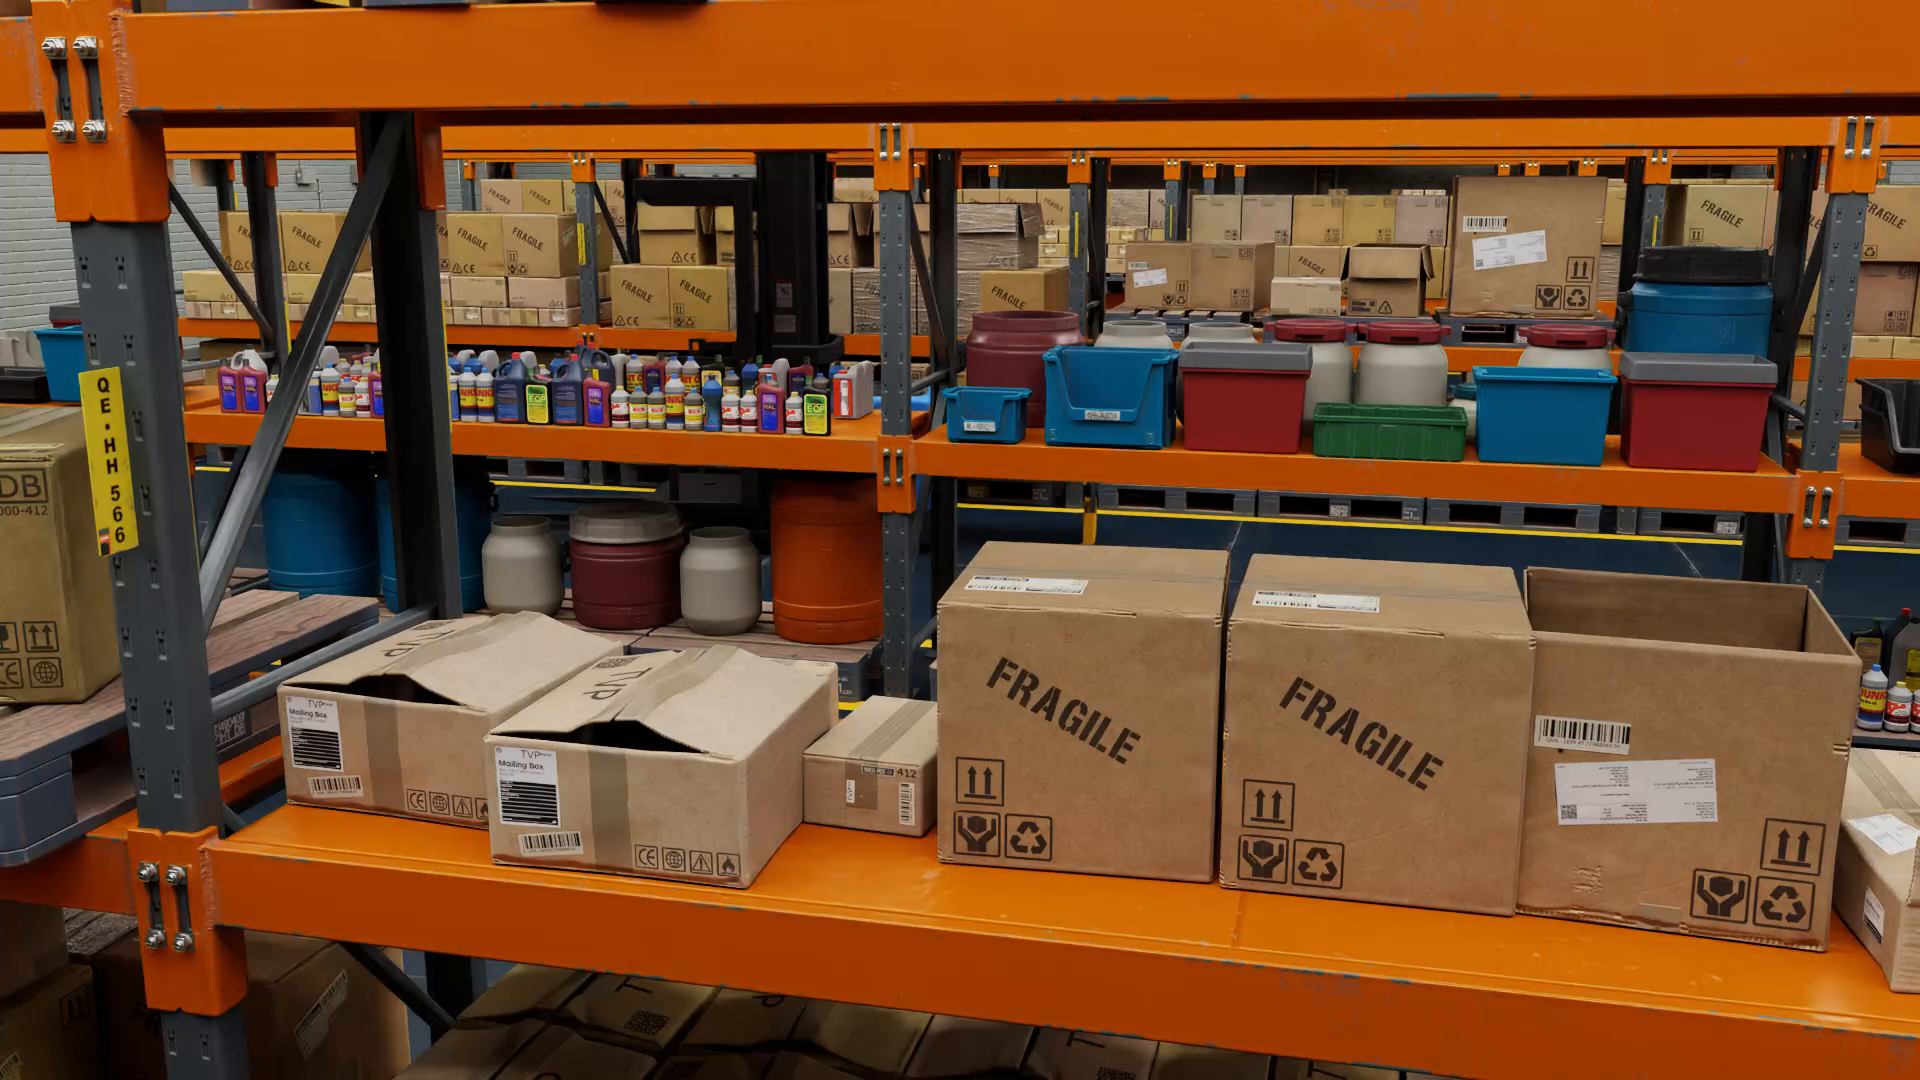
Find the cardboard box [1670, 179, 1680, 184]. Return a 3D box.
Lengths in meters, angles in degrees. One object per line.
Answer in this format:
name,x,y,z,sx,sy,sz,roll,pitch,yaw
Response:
cardboard box,8.599,-4.237,20.681,0.500,0.500,0.700,3,13,12

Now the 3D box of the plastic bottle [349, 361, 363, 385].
plastic bottle,-3.382,-0.907,9.354,0.097,0.201,0.097,0,13,0

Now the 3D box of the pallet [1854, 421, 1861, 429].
pallet,9.253,-1.096,16.188,1.213,0.211,1.003,3,13,14

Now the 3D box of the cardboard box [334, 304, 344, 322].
cardboard box,-5.258,-1.949,14.171,0.250,0.149,0.380,3,13,13

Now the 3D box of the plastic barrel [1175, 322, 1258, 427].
plastic barrel,1.266,-0.793,8.123,0.421,0.512,0.421,0,13,0

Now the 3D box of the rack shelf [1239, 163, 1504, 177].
rack shelf,6.496,-5.947,26.351,4.000,0.370,1.077,3,13,14

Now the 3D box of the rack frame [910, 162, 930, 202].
rack frame,-0.515,-4.102,23.295,0.127,3.000,1.000,3,13,14

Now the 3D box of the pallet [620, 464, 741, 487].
pallet,-2.122,-0.632,14.095,1.213,0.211,1.003,3,13,14

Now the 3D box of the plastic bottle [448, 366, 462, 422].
plastic bottle,-2.594,-0.751,8.481,0.135,0.276,0.152,3,13,14

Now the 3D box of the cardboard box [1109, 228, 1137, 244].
cardboard box,1.695,-3.150,17.242,0.250,0.149,0.380,3,13,11

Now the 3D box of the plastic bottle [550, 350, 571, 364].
plastic bottle,-2.180,-0.900,9.135,0.133,0.283,0.061,3,13,14

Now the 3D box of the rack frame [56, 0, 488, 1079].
rack frame,-1.384,0.274,3.575,0.053,2.616,0.949,3,13,14

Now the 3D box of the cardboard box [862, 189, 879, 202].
cardboard box,-1.039,-4.605,23.025,0.500,0.500,0.500,3,13,13

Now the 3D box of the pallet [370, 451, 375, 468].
pallet,-4.797,-0.775,14.740,1.213,0.211,1.003,3,13,14

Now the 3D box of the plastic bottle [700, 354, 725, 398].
plastic bottle,-1.328,-0.855,8.929,0.133,0.283,0.061,3,13,14

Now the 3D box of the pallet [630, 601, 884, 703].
pallet,-0.968,0.561,8.719,1.213,0.211,1.003,3,13,14

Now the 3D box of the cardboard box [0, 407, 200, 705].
cardboard box,-2.021,0.010,3.562,0.500,0.500,0.700,-1,13,-5

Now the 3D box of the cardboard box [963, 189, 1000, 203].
cardboard box,0.344,-4.535,22.708,0.500,0.500,0.500,3,13,13

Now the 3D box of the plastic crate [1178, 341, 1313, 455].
plastic crate,1.303,-0.652,7.597,0.583,0.464,0.402,3,13,14

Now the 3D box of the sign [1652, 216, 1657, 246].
sign,4.748,-2.051,11.379,0.005,0.325,0.100,3,13,14

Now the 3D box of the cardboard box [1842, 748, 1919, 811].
cardboard box,1.689,0.514,3.071,0.250,0.149,0.380,3,13,14

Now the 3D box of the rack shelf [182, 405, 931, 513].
rack shelf,-2.134,-0.521,8.818,4.000,0.370,1.077,3,13,14

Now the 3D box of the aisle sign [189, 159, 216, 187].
aisle sign,-6.771,-3.561,14.858,0.004,0.787,0.394,3,13,14

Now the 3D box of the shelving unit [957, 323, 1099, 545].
shelving unit,0.418,-0.744,11.624,1.083,1.500,0.587,1,13,5

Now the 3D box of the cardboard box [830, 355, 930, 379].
cardboard box,-0.535,-1.066,13.548,0.875,0.875,1.225,3,13,14

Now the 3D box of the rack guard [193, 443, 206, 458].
rack guard,-6.796,-1.006,15.114,0.348,0.500,1.175,3,13,14

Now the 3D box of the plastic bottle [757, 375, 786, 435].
plastic bottle,-0.912,-0.655,8.029,0.133,0.283,0.061,3,13,14

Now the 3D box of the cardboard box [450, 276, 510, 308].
cardboard box,-3.884,-2.084,13.860,0.500,0.250,0.500,3,13,15

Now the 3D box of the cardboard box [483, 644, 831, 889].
cardboard box,-0.561,0.404,3.195,0.500,0.311,0.500,3,13,13

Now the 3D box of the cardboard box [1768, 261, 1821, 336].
cardboard box,5.777,-1.727,11.674,0.500,0.500,0.875,3,13,14

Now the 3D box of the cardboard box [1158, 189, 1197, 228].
cardboard box,2.948,-4.508,22.588,0.500,0.500,0.500,3,13,12

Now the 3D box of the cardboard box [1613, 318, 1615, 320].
cardboard box,6.758,-1.761,16.680,0.875,0.875,0.875,3,13,14

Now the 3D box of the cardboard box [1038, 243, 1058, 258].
cardboard box,0.933,-3.045,17.457,0.250,0.149,0.380,3,13,14

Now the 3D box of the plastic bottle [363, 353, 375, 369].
plastic bottle,-3.261,-0.944,9.350,0.135,0.276,0.152,3,13,14

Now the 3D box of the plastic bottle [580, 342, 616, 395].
plastic bottle,-1.942,-0.877,8.875,0.185,0.351,0.144,3,13,14

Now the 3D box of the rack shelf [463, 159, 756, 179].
rack shelf,-3.545,-4.272,18.801,4.000,0.370,1.077,3,13,14

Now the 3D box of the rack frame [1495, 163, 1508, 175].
rack frame,8.438,-4.730,26.130,0.127,3.000,1.000,3,13,14

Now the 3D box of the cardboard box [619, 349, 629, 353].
cardboard box,-3.777,-2.204,18.981,0.250,0.149,0.380,3,13,14

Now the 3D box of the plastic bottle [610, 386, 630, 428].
plastic bottle,-1.681,-0.660,8.242,0.097,0.201,0.097,0,13,0

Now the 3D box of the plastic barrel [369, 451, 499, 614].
plastic barrel,-2.865,-0.088,9.081,0.708,0.901,0.600,3,13,14

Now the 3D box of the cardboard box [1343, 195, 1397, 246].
cardboard box,4.200,-3.281,17.057,0.500,0.500,0.700,3,13,13

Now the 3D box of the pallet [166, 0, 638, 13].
pallet,-0.703,-1.083,3.200,1.003,0.211,1.213,4,13,16

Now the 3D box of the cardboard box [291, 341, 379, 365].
cardboard box,-5.249,-1.329,14.736,0.875,0.875,0.875,3,13,14

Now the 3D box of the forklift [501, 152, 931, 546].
forklift,-1.653,-1.453,11.515,3.031,2.935,1.130,0,13,2

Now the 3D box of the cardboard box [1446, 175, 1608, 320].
cardboard box,4.140,-2.171,12.239,1.000,1.000,1.000,3,13,14

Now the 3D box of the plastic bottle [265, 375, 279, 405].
plastic bottle,-3.576,-0.761,8.698,0.097,0.201,0.097,0,13,0

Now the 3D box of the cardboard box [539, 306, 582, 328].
cardboard box,-3.264,-1.842,13.691,0.250,0.149,0.380,3,13,14

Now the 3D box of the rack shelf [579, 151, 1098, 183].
rack shelf,-0.948,-3.027,13.188,4.000,0.370,1.077,3,13,14

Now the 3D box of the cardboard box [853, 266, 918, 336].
cardboard box,-0.532,-1.886,13.077,0.500,0.500,0.500,3,13,12

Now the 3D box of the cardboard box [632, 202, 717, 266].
cardboard box,-2.267,-2.525,13.641,0.637,0.503,0.797,3,13,12

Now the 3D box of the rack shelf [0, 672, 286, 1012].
rack shelf,-3.325,0.520,4.124,4.000,0.370,1.077,3,13,14

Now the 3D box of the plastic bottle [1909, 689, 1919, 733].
plastic bottle,4.093,0.710,7.054,0.097,0.201,0.097,0,13,0

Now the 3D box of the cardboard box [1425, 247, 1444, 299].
cardboard box,4.612,-2.712,16.803,0.500,0.500,0.500,3,13,14

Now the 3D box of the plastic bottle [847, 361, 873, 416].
plastic bottle,-0.535,-0.798,8.693,0.135,0.276,0.152,3,13,14

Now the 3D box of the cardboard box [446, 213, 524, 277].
cardboard box,-3.885,-2.450,13.780,0.500,0.500,0.500,3,13,14

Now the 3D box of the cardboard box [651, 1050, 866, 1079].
cardboard box,-0.433,1.251,3.254,0.500,0.311,0.500,3,13,12
